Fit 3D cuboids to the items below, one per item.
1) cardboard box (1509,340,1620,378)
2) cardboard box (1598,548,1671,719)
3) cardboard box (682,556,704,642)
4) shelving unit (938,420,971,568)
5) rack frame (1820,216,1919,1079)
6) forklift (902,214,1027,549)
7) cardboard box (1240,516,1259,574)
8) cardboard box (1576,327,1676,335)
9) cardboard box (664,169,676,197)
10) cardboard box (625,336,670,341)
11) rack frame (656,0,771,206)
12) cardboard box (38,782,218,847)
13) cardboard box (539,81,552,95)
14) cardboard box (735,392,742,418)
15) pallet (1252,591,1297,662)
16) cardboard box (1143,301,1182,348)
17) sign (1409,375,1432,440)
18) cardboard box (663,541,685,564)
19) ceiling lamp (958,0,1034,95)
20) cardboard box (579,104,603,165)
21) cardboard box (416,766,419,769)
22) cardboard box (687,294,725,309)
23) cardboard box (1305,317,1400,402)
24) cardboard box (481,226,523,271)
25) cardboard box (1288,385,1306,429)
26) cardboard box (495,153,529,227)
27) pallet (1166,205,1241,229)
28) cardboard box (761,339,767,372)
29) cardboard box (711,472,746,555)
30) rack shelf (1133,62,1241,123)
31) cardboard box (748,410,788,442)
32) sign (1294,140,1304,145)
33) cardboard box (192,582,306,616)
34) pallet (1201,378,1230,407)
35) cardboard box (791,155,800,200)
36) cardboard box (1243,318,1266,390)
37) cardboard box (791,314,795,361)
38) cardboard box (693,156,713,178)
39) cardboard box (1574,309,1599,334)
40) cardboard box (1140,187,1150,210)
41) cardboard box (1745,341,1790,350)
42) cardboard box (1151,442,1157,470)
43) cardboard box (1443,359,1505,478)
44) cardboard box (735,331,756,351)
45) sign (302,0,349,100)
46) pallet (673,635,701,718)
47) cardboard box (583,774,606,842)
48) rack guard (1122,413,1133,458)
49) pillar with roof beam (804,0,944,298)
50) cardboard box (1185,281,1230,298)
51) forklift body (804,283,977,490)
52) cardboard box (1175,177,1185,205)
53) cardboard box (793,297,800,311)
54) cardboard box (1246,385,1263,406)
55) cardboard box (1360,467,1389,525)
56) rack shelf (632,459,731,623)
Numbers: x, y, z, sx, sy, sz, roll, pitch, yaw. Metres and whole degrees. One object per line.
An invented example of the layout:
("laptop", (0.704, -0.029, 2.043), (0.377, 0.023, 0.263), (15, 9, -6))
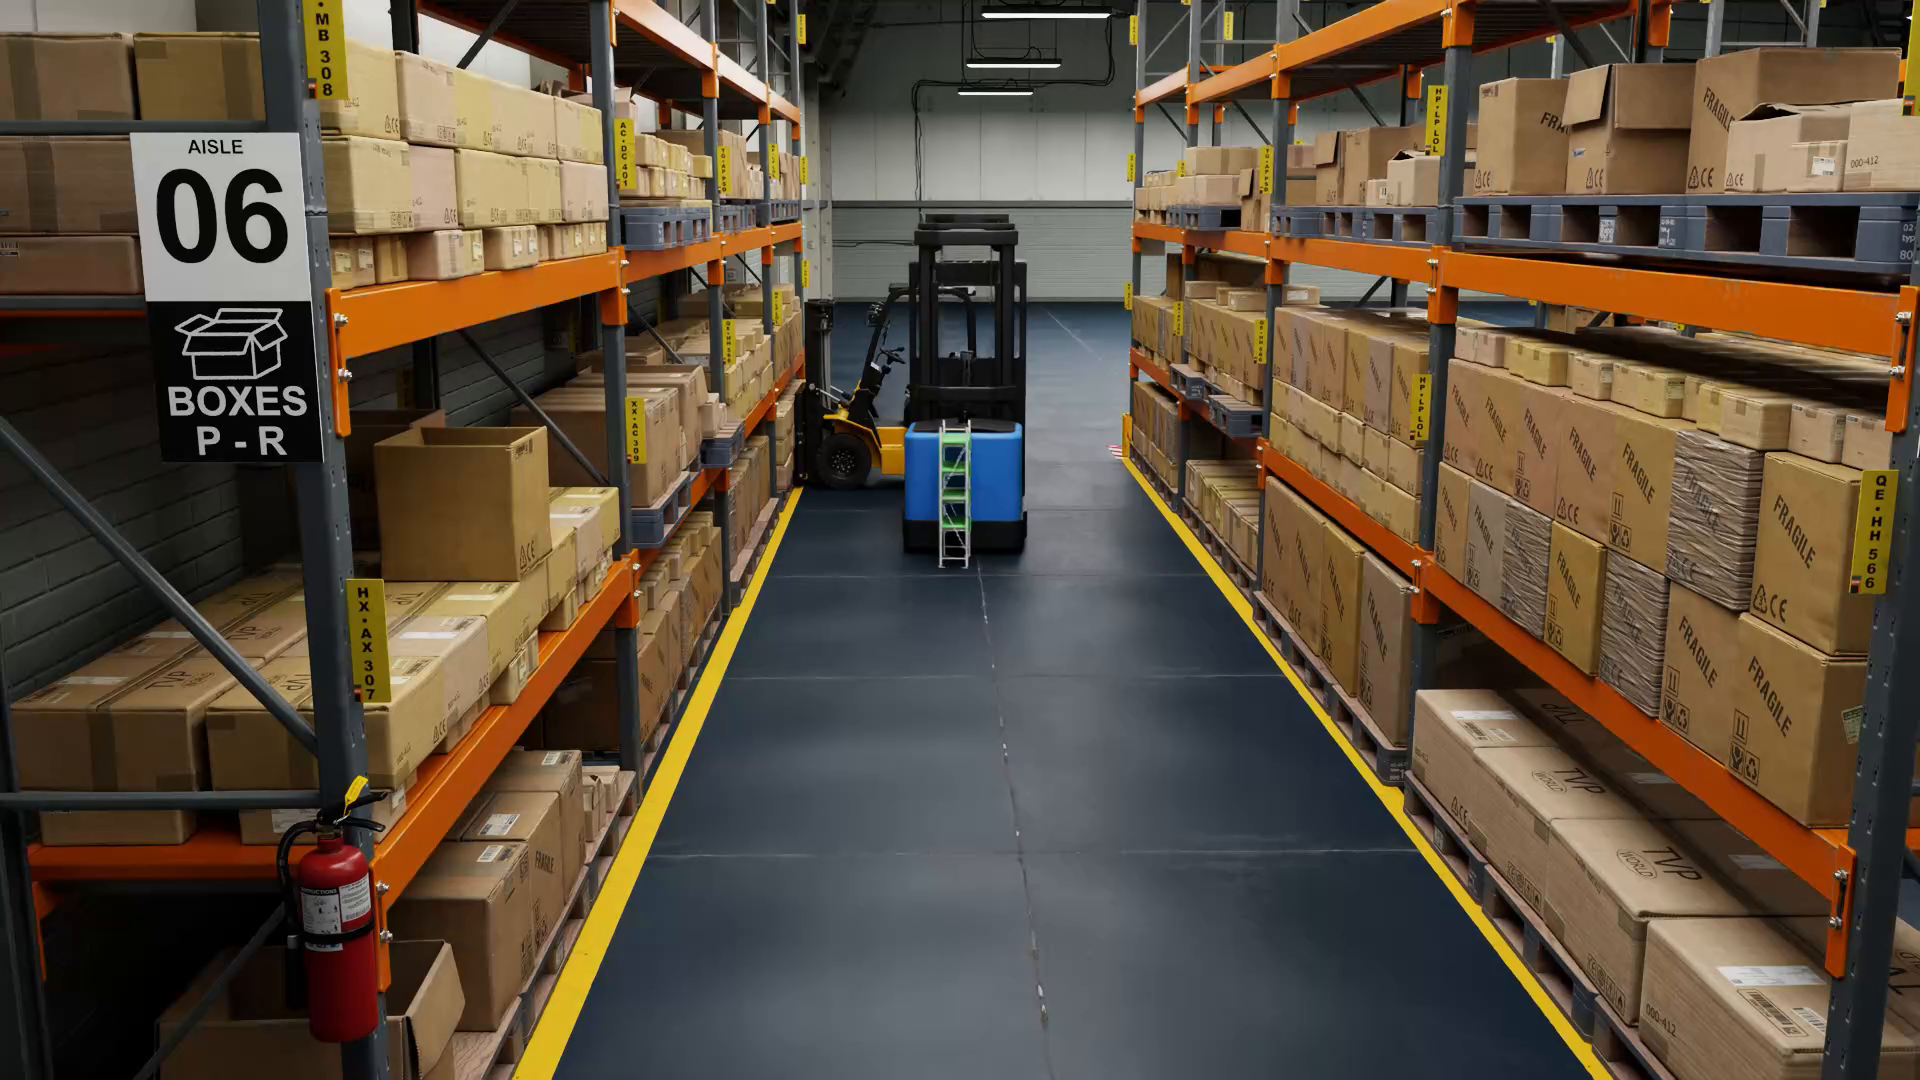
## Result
("cardboard box", (2.583, -0.772, 7.116), (0.380, 0.149, 0.250), (0, 11, -2))
("cardboard box", (2.616, 0.319, 5.883), (0.500, 0.500, 0.500), (0, 11, 0))
("cardboard box", (-1.985, 0.401, 10.958), (0.500, 0.500, 0.500), (0, 11, 1))
("shelving unit", (-0.041, -0.398, 14.194), (0.258, 1.200, 0.503), (1, 11, 3))
("rack frame", (2.906, 0.665, 4.430), (1.000, 3.000, 0.127), (0, 11, -1))
("forklift", (0.083, -1.599, 15.758), (1.130, 2.935, 3.031), (0, 11, 2))
("cardboard box", (2.739, 0.044, 13.042), (0.950, 0.372, 0.625), (-1, 12, -5))
("cardboard box", (3.148, -0.928, 7.880), (0.380, 0.149, 0.250), (0, 11, -2))
("cardboard box", (-1.741, -1.924, 8.971), (0.380, 0.149, 0.250), (0, 11, 0))
("cardboard box", (-2.583, -1.589, 13.653), (0.380, 0.149, 0.250), (0, 11, -2))
("rack frame", (-2.304, -4.640, 15.487), (1.000, 3.000, 0.127), (0, 11, -1))
("cardboard box", (-2.332, 0.744, 4.670), (0.380, 0.149, 0.250), (0, 11, -2))
("cardboard box", (-2.253, -2.173, 8.406), (0.396, 0.266, 0.258), (0, 11, -1))
("cardboard box", (-1.992, -1.020, 13.112), (0.500, 0.250, 0.500), (0, 11, -2))
("pallet", (2.682, 0.598, 11.772), (1.003, 0.211, 1.213), (0, 11, -1))
("cardboard box", (2.334, -2.411, 18.591), (0.500, 0.500, 0.500), (0, 11, -2))
("sign", (2.281, -0.655, 8.221), (0.100, 0.325, 0.005), (0, 11, -1))
("cardboard box", (-1.995, 0.103, 10.798), (0.380, 0.149, 0.250), (0, 11, -2))
("ceiling lamp", (0.935, -13.368, 43.830), (2.000, 3.185, 0.800), (0, 11, -1))
("cardboard box", (-1.888, -1.797, 7.393), (0.500, 0.250, 0.500), (0, 11, -1))
("cardboard box", (-1.881, 0.640, 5.183), (0.380, 0.149, 0.250), (0, 11, -2))
("cardboard box", (-2.649, -2.478, 17.291), (0.380, 0.149, 0.250), (0, 11, -2))
("cardboard box", (2.522, -1.164, 10.678), (0.500, 0.500, 0.500), (0, 11, 0))
("cardboard box", (-1.765, -1.031, 5.874), (0.380, 0.149, 0.250), (0, 11, -1))
("cardboard box", (2.514, -0.893, 11.226), (0.500, 0.250, 0.500), (0, 11, 0))
("cardboard box", (-1.855, -1.251, 5.959), (0.500, 0.250, 0.500), (0, 11, -2))
("pallet", (2.564, -2.976, 15.301), (1.213, 0.211, 1.003), (0, 11, -1))
("cardboard box", (-2.021, -1.672, 15.069), (0.500, 0.250, 0.500), (-1, 11, -3))
("cardboard box", (-2.242, -0.200, 13.610), (0.875, 0.625, 0.625), (0, 11, 1))
("rack shelf", (2.617, -4.704, 17.623), (1.077, 0.370, 4.000), (0, 11, -1))
("cardboard box", (-2.001, -1.145, 16.696), (0.500, 0.250, 0.500), (0, 11, -2))
("sign", (3.213, -3.640, 15.814), (0.100, 0.325, 0.005), (0, 11, -1))
("cardboard box", (-2.346, 0.322, 5.747), (0.500, 0.250, 0.500), (0, 11, 1))
("pallet", (2.659, -1.225, 14.226), (1.003, 0.211, 1.213), (0, 11, -1))
("cardboard box", (-2.134, -4.182, 19.214), (0.500, 0.500, 0.500), (0, 11, 1))
("cardboard box", (2.453, -1.415, 12.627), (0.500, 0.500, 0.500), (-1, 11, -3))
("cardboard box", (-2.102, -2.242, 18.505), (0.500, 0.500, 0.500), (0, 11, -2))
("cardboard box", (-1.919, -2.575, 11.481), (0.380, 0.149, 0.250), (0, 11, 1))
("cardboard box", (7.495, -2.335, 18.839), (0.875, 0.550, 0.550), (0, 11, -1))
("cardboard box", (2.320, -3.857, 18.802), (0.500, 0.250, 0.500), (0, 11, -2))
("cardboard box", (7.366, -1.505, 14.872), (0.500, 0.500, 0.500), (0, 11, -1))
("cardboard box", (2.350, -0.902, 18.013), (0.500, 0.250, 0.500), (0, 11, 0))
("cardboard box", (2.591, -0.574, 7.768), (0.500, 0.500, 0.500), (0, 11, -1))
("cardboard box", (-1.936, -1.693, 14.169), (0.380, 0.149, 0.250), (-1, 11, -3))
("sign", (-1.514, -1.215, 3.952), (0.100, 0.325, 0.005), (0, 11, -1))
("pallet", (-2.222, 0.853, 10.517), (1.003, 0.211, 1.213), (0, 11, -1))
("cardboard box", (-1.826, 1.205, 7.585), (0.396, 0.266, 0.258), (0, 11, 1))
("rack guard", (2.577, -1.276, 20.281), (1.175, 0.500, 0.348), (0, 11, -1))
("pillar with roof beam", (0.534, -10.081, 42.309), (9.100, 9.000, 0.548), (0, 11, -1))
("cardboard box", (2.314, -2.344, 15.574), (0.380, 0.149, 0.250), (0, 11, -1))
("forklift body", (-0.524, -1.709, 18.266), (2.313, 2.155, 1.214), (0, 11, -1))
("cardboard box", (2.269, -3.205, 15.282), (0.500, 0.250, 0.500), (-1, 11, -3))
("cardboard box", (-2.065, -2.743, 19.345), (0.380, 0.149, 0.250), (0, 11, 0))
("cardboard box", (2.421, -1.126, 12.829), (0.380, 0.149, 0.250), (0, 11, 0))
("cardboard box", (2.553, -0.246, 9.298), (0.500, 0.250, 0.500), (0, 11, -2))
("rack shelf", (-2.180, -0.154, 10.276), (1.077, 0.370, 4.000), (0, 11, -1))
